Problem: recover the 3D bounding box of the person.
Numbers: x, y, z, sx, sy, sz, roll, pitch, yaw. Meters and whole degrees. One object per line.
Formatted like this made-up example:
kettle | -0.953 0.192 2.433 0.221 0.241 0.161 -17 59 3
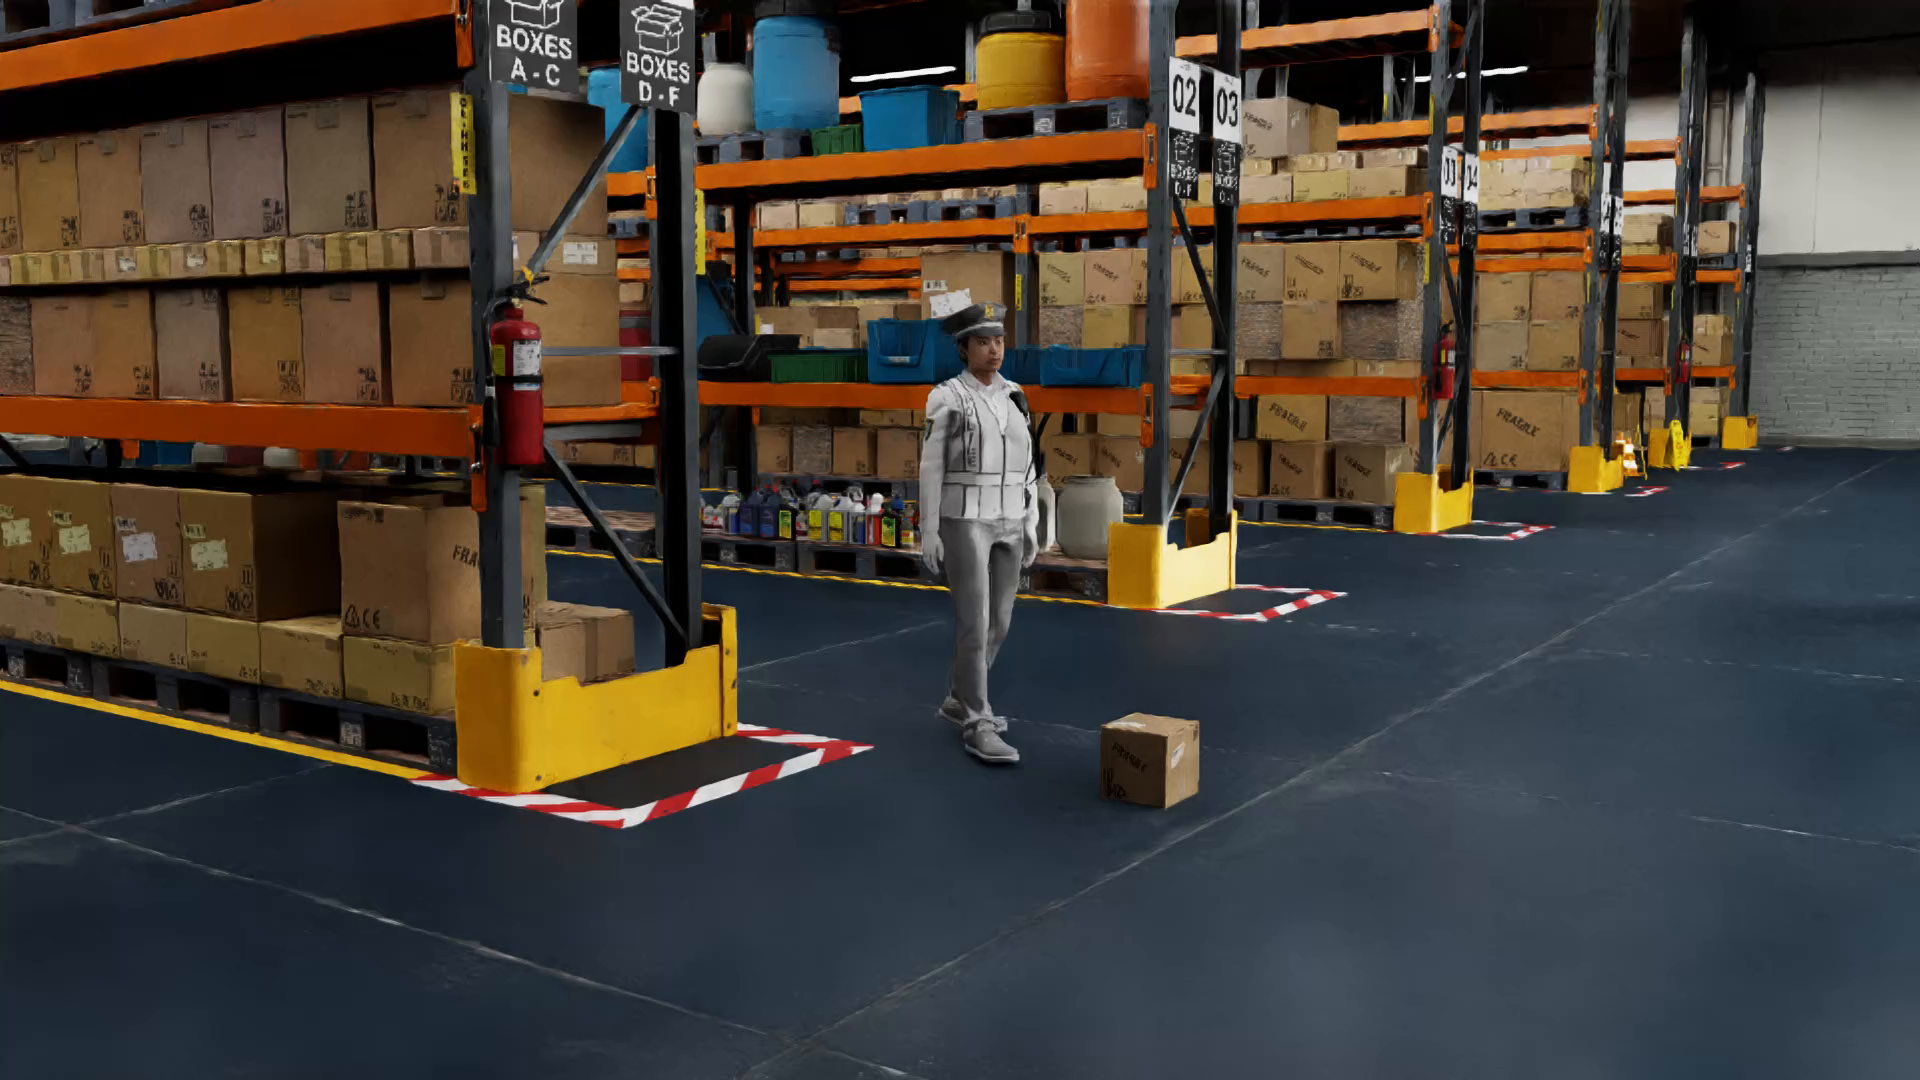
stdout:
person | 0.093 -0.051 6.273 0.497 1.683 0.626 -5 8 -37
